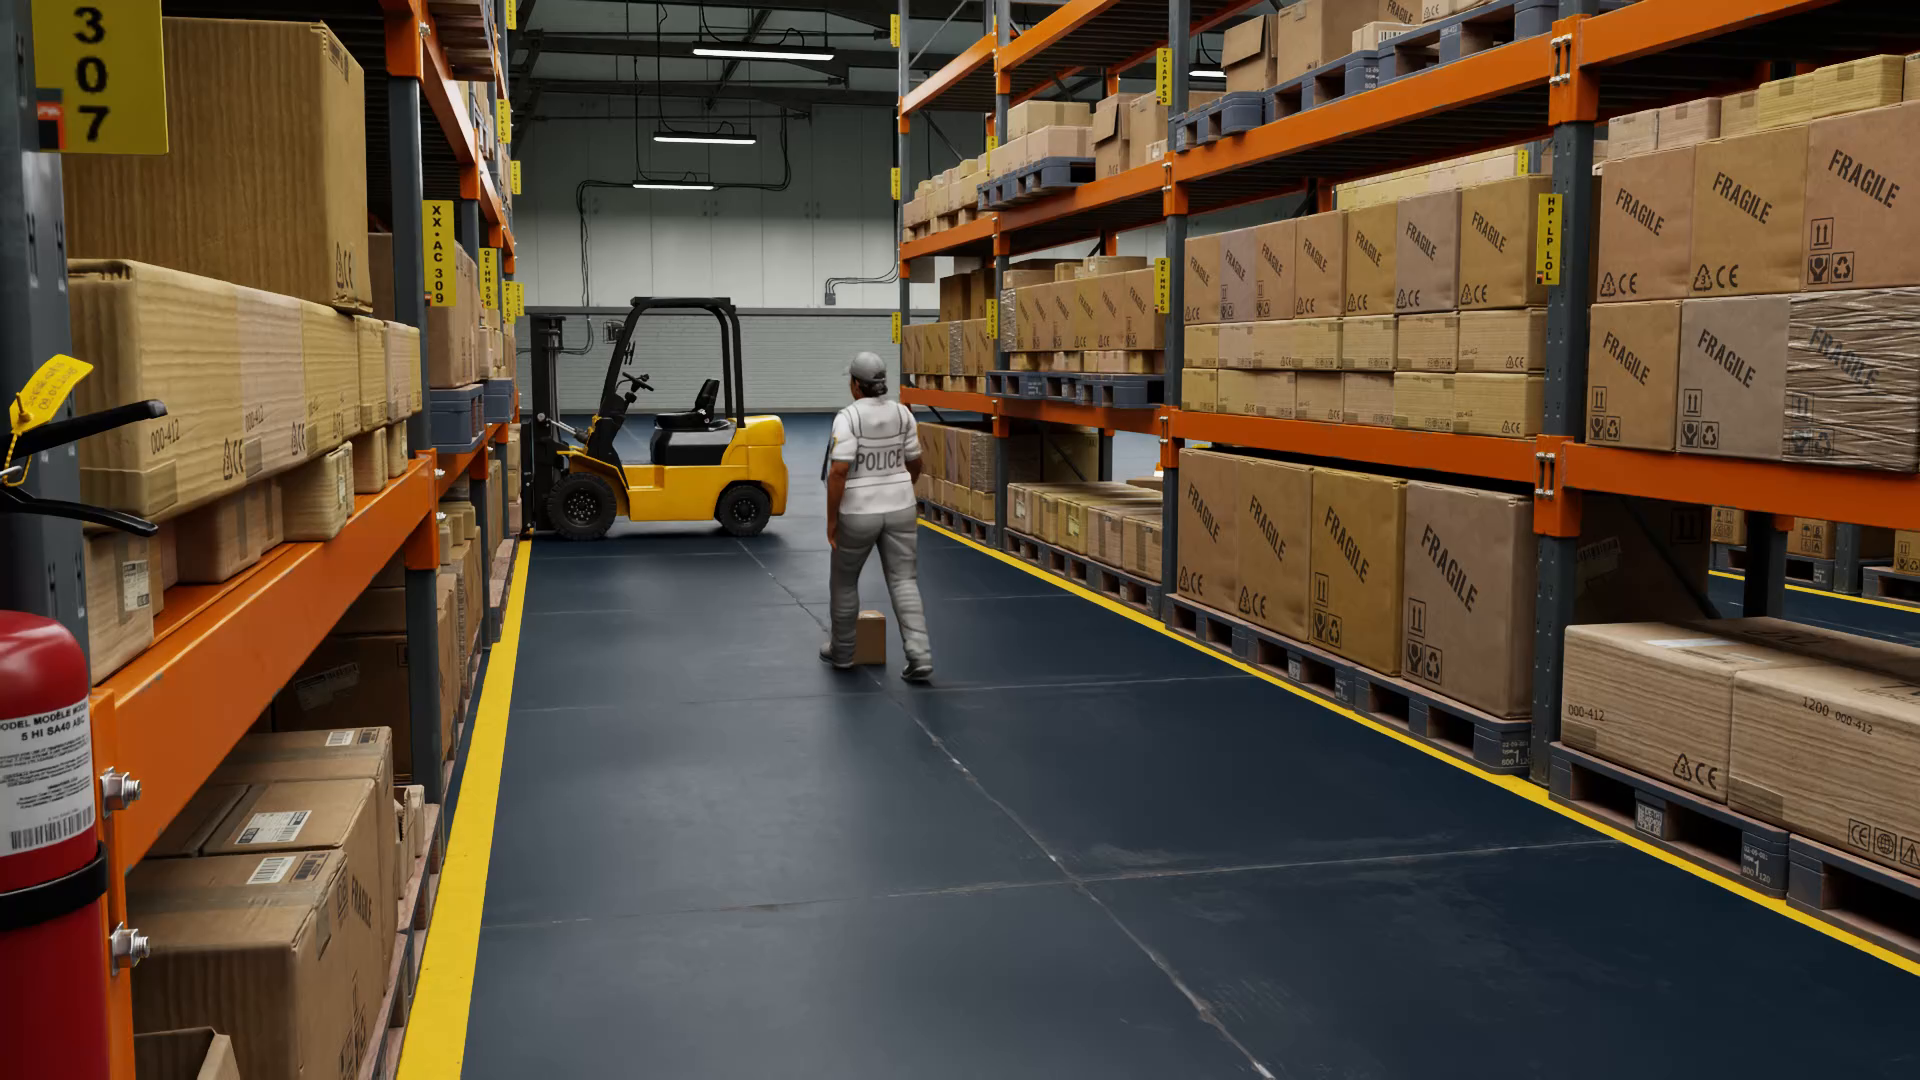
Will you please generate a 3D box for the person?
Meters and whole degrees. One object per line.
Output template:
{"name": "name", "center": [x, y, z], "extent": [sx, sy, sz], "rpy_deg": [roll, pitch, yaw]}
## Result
{"name": "person", "center": [-0.468, -0.130, 8.412], "extent": [0.540, 1.628, 0.883], "rpy_deg": [-2, 7, -21]}
